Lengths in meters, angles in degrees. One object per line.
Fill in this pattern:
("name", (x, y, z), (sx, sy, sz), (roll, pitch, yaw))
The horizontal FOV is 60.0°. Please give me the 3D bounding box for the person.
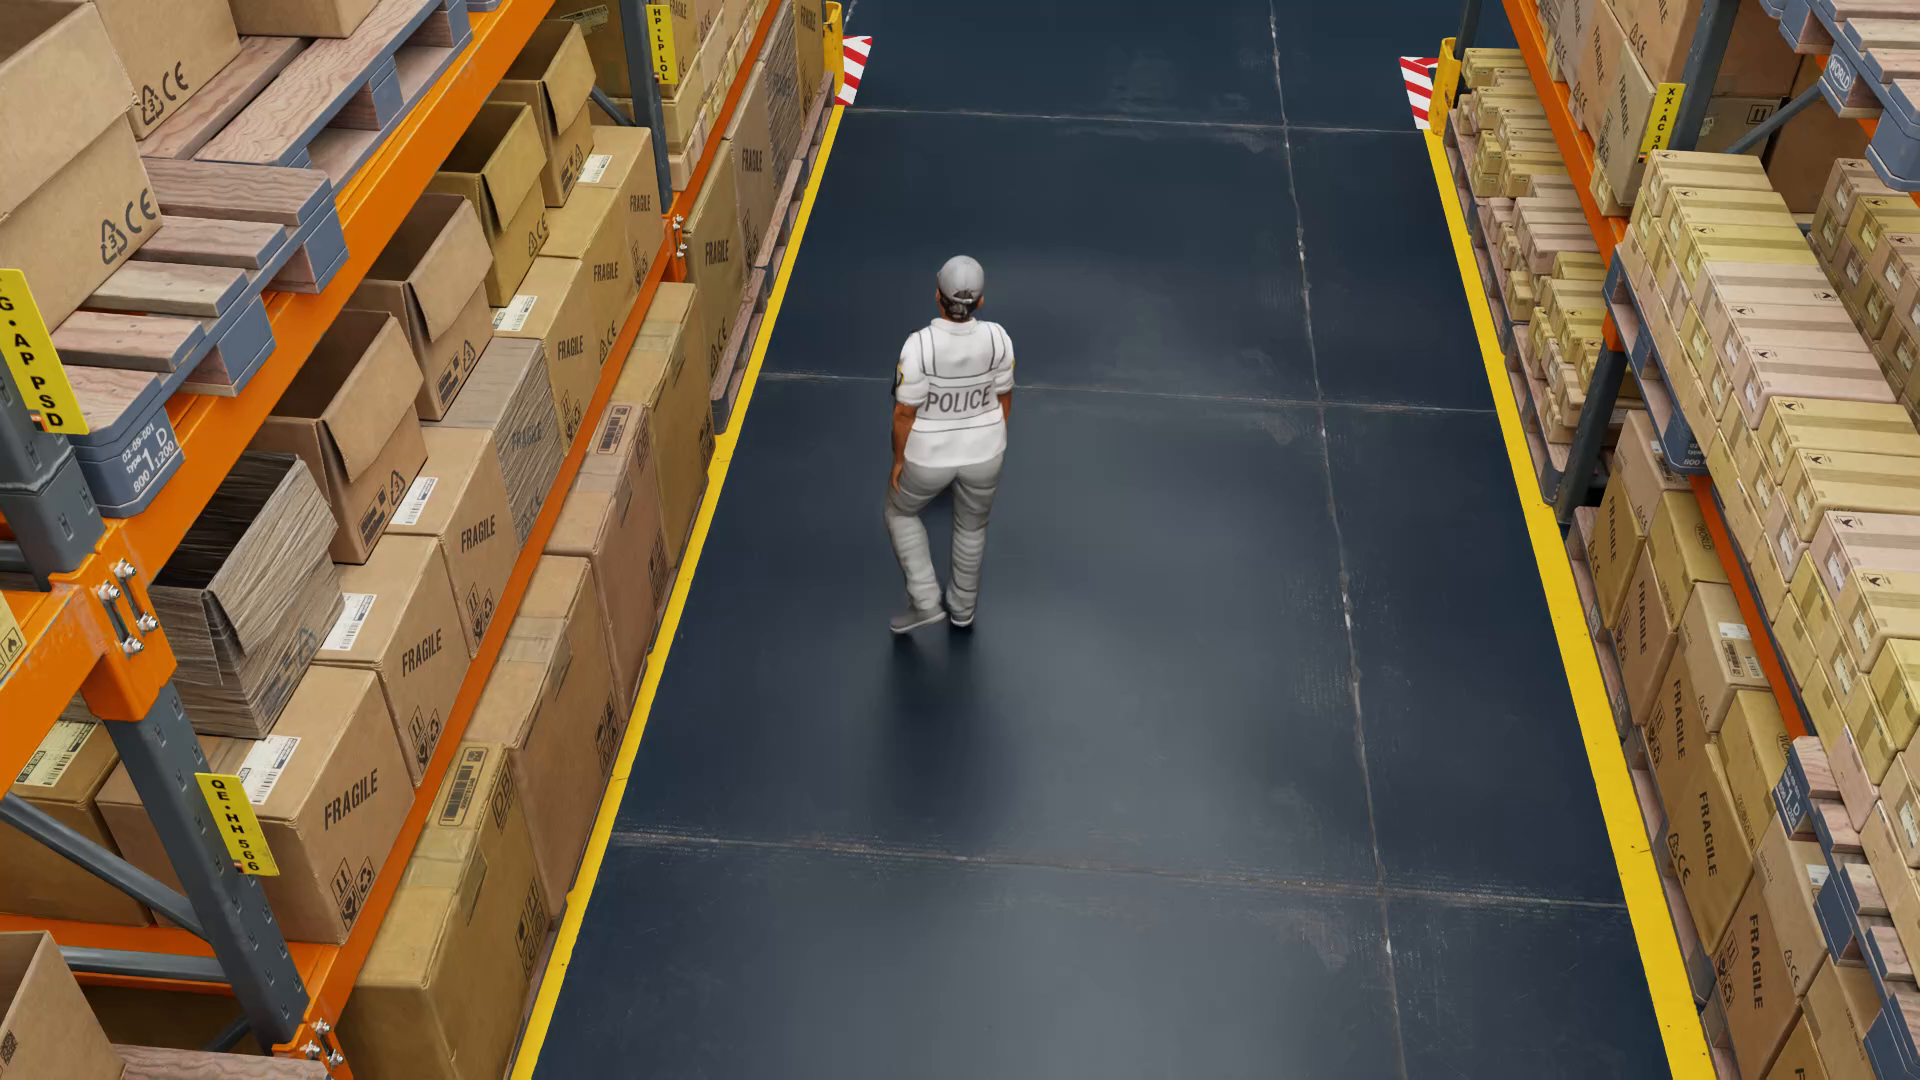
("person", (-0.046, -0.332, 6.518), (0.535, 1.654, 0.493), (-7, 41, -9))
